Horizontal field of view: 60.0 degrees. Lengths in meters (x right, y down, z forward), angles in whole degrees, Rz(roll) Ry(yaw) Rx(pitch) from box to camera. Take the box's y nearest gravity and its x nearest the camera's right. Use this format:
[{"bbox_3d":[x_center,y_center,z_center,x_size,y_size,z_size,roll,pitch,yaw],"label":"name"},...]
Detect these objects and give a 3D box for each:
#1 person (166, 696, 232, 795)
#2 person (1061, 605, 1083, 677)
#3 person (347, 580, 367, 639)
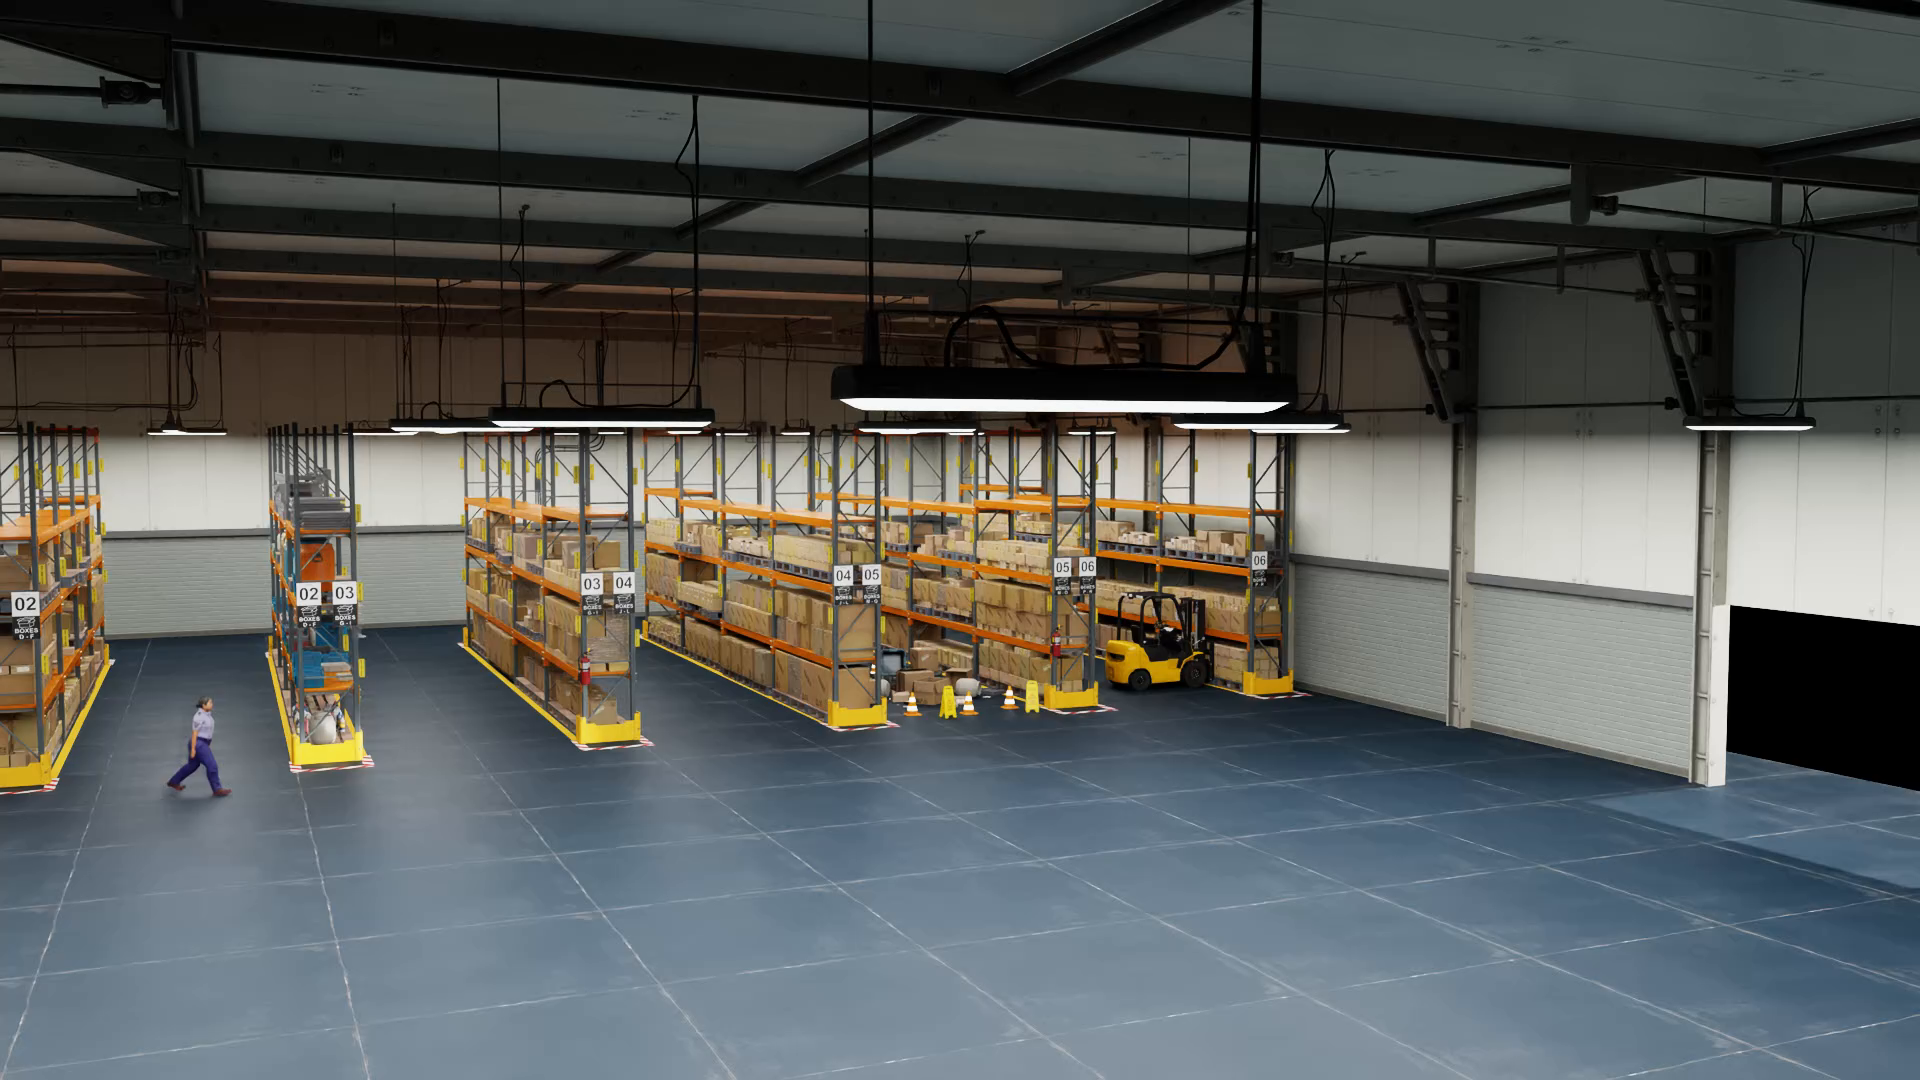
[{"bbox_3d":[-12.233,3.300,26.710,1.070,1.570,0.489,0,4,-7],"label":"person"},{"bbox_3d":[2.626,2.418,39.833,0.641,1.755,0.796,-2,4,-28],"label":"person"},{"bbox_3d":[-17.343,1.941,47.460,0.822,1.750,0.532,0,3,-5],"label":"person"}]
